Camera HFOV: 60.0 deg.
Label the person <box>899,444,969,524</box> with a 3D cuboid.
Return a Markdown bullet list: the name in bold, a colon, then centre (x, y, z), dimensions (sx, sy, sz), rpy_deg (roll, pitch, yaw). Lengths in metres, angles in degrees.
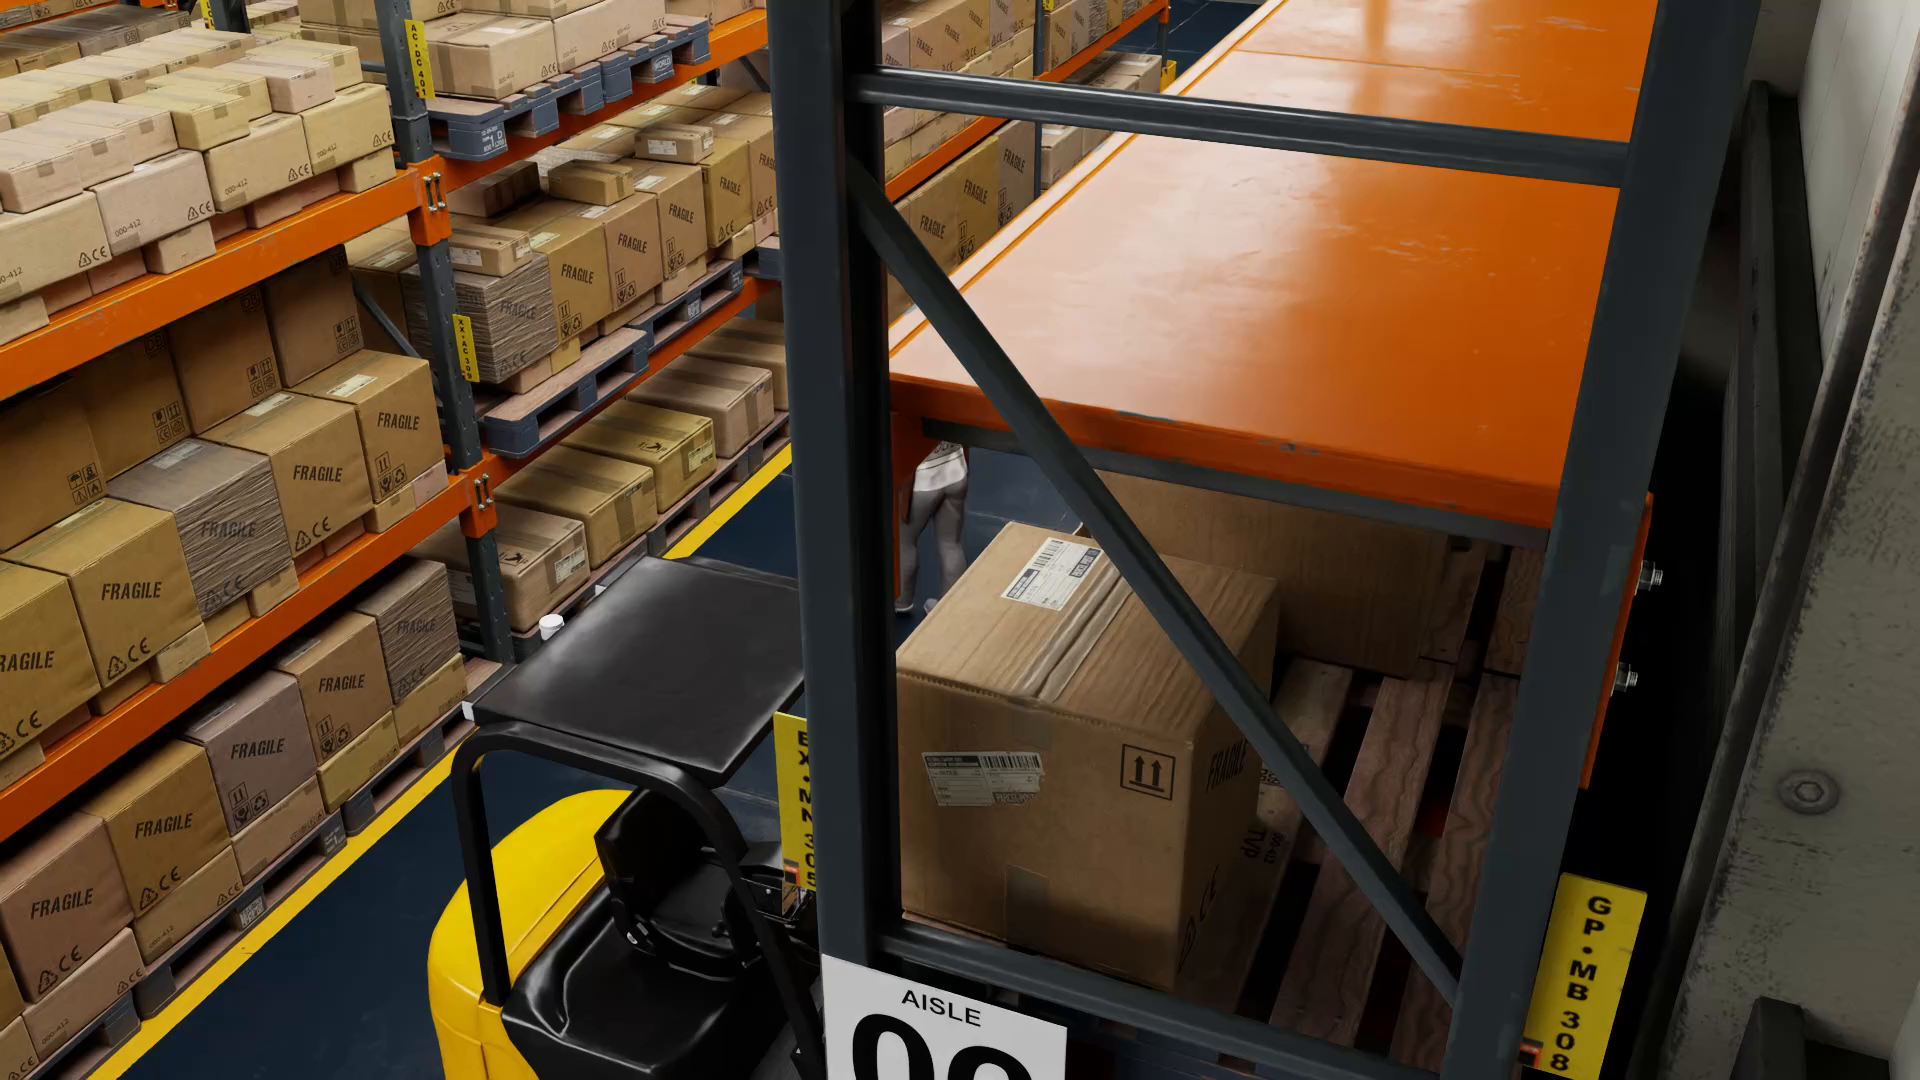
- **person**: centre (-0.154, -0.589, 8.719), dimensions (0.452, 1.015, 0.316), rpy_deg (-20, 35, -31)
